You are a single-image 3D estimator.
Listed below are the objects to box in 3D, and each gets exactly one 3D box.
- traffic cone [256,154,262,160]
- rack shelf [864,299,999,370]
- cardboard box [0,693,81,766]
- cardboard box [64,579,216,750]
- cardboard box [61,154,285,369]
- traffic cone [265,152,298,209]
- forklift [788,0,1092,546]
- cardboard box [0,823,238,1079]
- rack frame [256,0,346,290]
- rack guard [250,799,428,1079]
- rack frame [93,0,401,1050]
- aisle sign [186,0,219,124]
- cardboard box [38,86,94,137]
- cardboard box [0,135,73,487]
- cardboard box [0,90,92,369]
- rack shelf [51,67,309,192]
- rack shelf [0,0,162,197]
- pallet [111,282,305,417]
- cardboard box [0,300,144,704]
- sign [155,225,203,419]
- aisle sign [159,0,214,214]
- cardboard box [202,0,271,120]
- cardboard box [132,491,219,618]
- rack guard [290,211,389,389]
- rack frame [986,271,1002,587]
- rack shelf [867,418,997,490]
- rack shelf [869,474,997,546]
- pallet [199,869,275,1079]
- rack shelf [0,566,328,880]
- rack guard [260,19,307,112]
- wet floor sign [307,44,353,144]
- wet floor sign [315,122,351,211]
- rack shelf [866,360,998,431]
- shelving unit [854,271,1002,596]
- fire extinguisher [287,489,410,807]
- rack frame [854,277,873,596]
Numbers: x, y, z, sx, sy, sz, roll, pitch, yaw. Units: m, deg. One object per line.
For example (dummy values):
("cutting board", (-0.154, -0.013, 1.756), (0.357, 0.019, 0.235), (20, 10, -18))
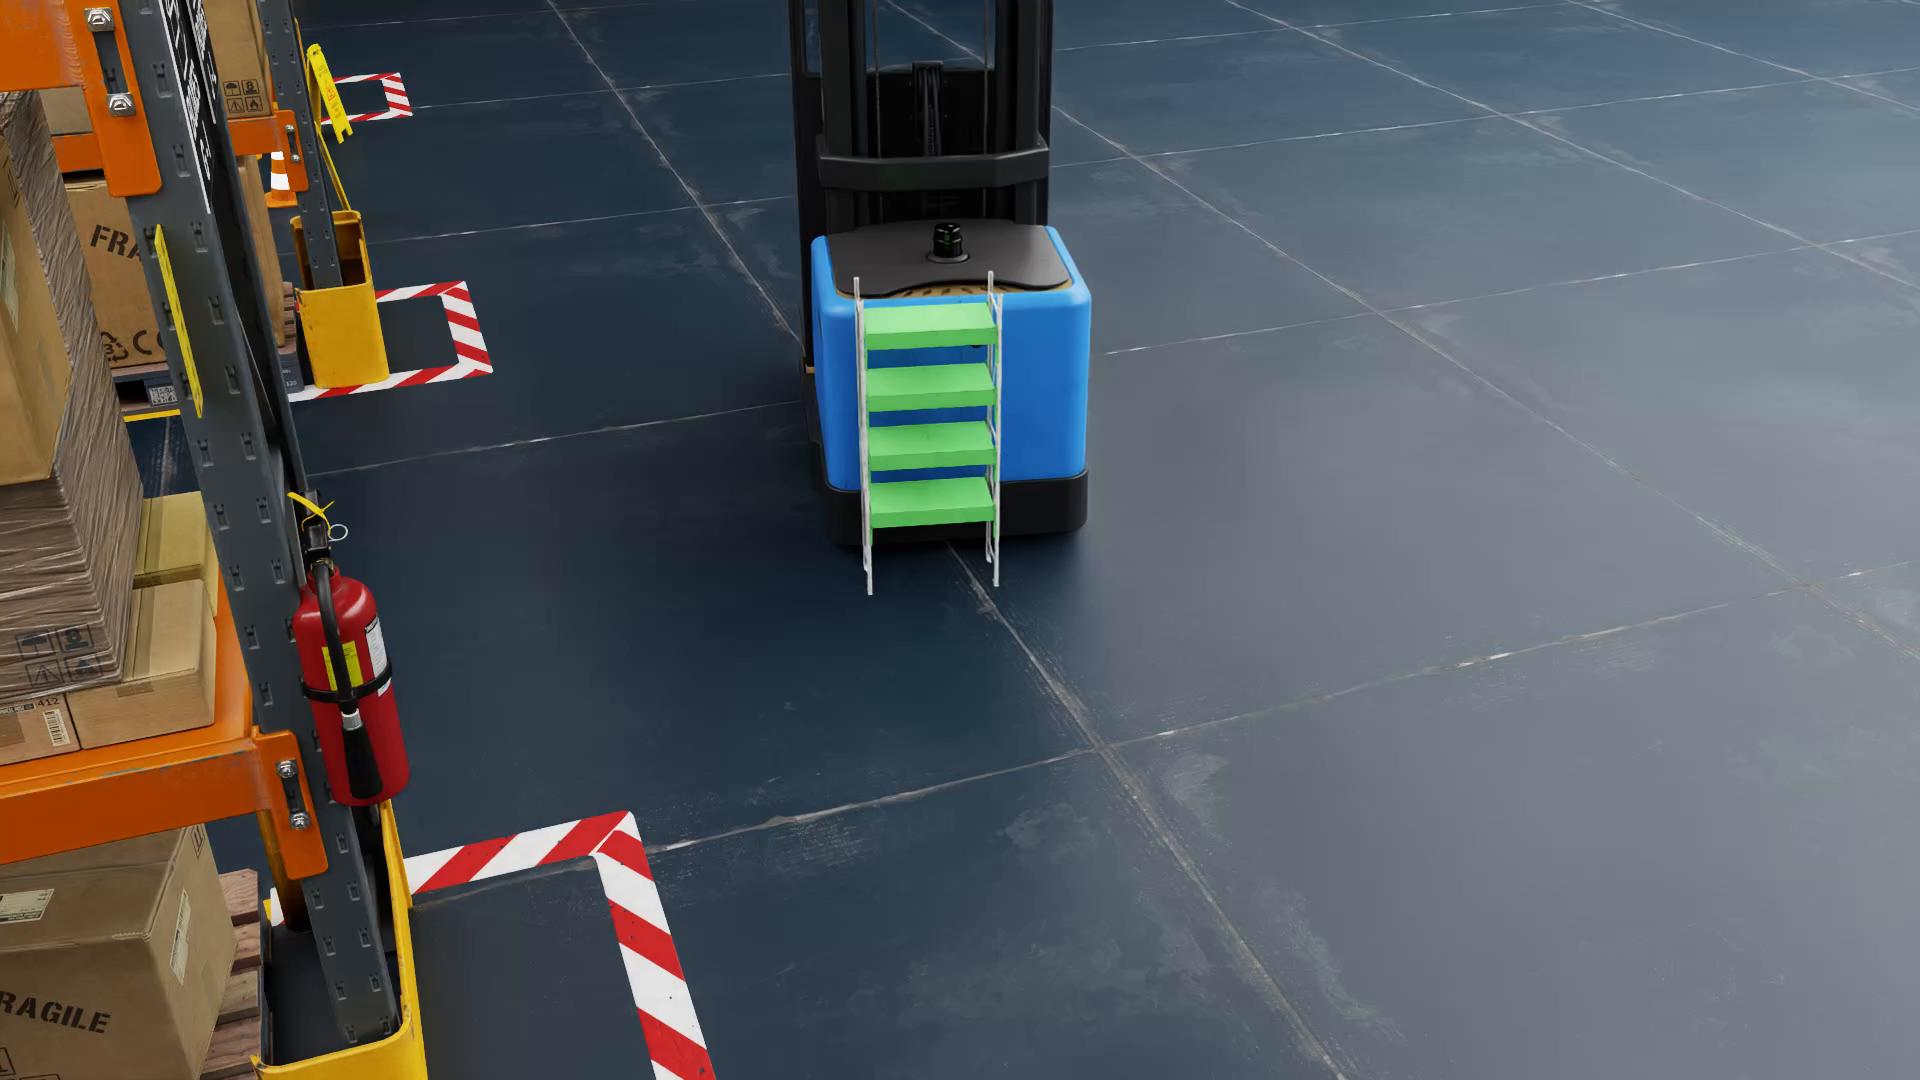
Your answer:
("traffic cone", (-4.941, -2.821, 11.234), (0.334, 0.463, 0.336), (-10, 31, -18))
("rack shelf", (-0.116, -0.743, 6.001), (0.480, 0.148, 0.258), (-4, 30, -7))
("cardboard box", (-1.962, 0.299, 3.449), (0.250, 0.149, 0.380), (-10, 31, -18))
("cardboard box", (-1.728, 0.256, 3.525), (0.250, 0.149, 0.380), (-10, 31, -18))
("cardboard box", (-3.780, -1.428, 7.949), (0.875, 0.875, 0.875), (-10, 31, -17))
("traffic cone", (-4.236, -2.365, 10.433), (0.334, 0.463, 0.336), (-10, 31, -18))
("forklift", (-0.192, -1.959, 7.227), (1.130, 2.935, 3.031), (-4, 30, -7))
("cardboard box", (-2.124, 1.005, 4.056), (0.500, 0.500, 0.500), (-5, 30, -8))
("rack frame", (-3.167, -2.317, 7.787), (0.127, 3.000, 1.000), (-10, 31, -18))
("rack guard", (-1.604, 1.101, 4.313), (0.348, 0.500, 1.175), (-10, 31, -18))
("rack frame", (-1.533, 0.002, 3.717), (0.127, 3.000, 1.000), (-10, 31, -18))
("aisle sign", (-1.579, -1.278, 3.336), (0.004, 0.787, 0.394), (-10, 31, -18))
("cardboard box", (-4.007, -2.192, 7.416), (0.550, 0.550, 0.875), (-10, 31, -18))
("cardboard box", (-1.962, -0.396, 3.003), (0.500, 0.500, 0.500), (-10, 31, -18))
("cardboard box", (-2.143, -0.637, 3.426), (0.500, 0.500, 0.500), (-10, 31, -18))
("rack shelf", (-5.042, -1.659, 7.359), (4.000, 0.370, 1.077), (-10, 31, -18))
("rack shelf", (-3.407, -0.644, 2.546), (4.000, 0.370, 1.077), (-10, 31, -18))
("pallet", (-3.890, -0.931, 8.171), (1.213, 0.211, 1.003), (-10, 31, -18))
("cardboard box", (-2.058, -0.089, 3.474), (0.500, 0.500, 0.875), (-10, 31, -18))
("sign", (-1.358, -0.378, 2.894), (0.005, 0.325, 0.100), (-10, 31, -18))
("aisle sign", (-1.370, -0.999, 2.848), (0.004, 0.787, 0.394), (-10, 31, -18))
("cardboard box", (-3.499, -2.297, 7.600), (0.550, 0.550, 0.875), (-10, 31, -18))
("cardboard box", (-1.883, 0.049, 3.887), (0.250, 0.149, 0.380), (-10, 31, -18))
("rack guard", (-3.145, -1.235, 8.413), (0.348, 0.500, 1.175), (-10, 31, -18))
("rack frame", (0.126, -0.397, 6.235), (0.015, 1.200, 0.240), (-4, 30, -7))
("rack shelf", (-0.116, -0.326, 6.238), (0.480, 0.148, 0.258), (-4, 30, -7))
("rack shelf", (-0.116, -0.117, 6.357), (0.480, 0.148, 0.258), (-4, 30, -7))
("pallet", (-2.378, 1.350, 4.167), (1.213, 0.211, 1.003), (-10, 31, -18))
("rack shelf", (-3.407, 0.660, 3.289), (4.000, 0.370, 1.077), (-10, 31, -18))
("rack guard", (-5.059, -3.497, 12.383), (0.348, 0.500, 1.175), (-10, 31, -18))
("wet floor sign", (-4.437, -3.109, 11.556), (0.232, 0.644, 0.267), (0, 30, 0))
("wet floor sign", (-3.831, -2.218, 9.991), (0.232, 0.644, 0.267), (-16, 33, -26))
("rack shelf", (-0.116, -0.534, 6.120), (0.480, 0.148, 0.258), (-4, 30, -7))
("shelving unit", (-0.116, -0.381, 6.207), (0.503, 1.200, 0.258), (-4, 30, -7))
("fire extinguisher", (-1.265, 0.229, 3.395), (0.183, 0.674, 0.296), (-10, 31, -18))
("rack frame", (-0.358, -0.365, 6.179), (0.015, 1.200, 0.240), (-4, 30, -7))
